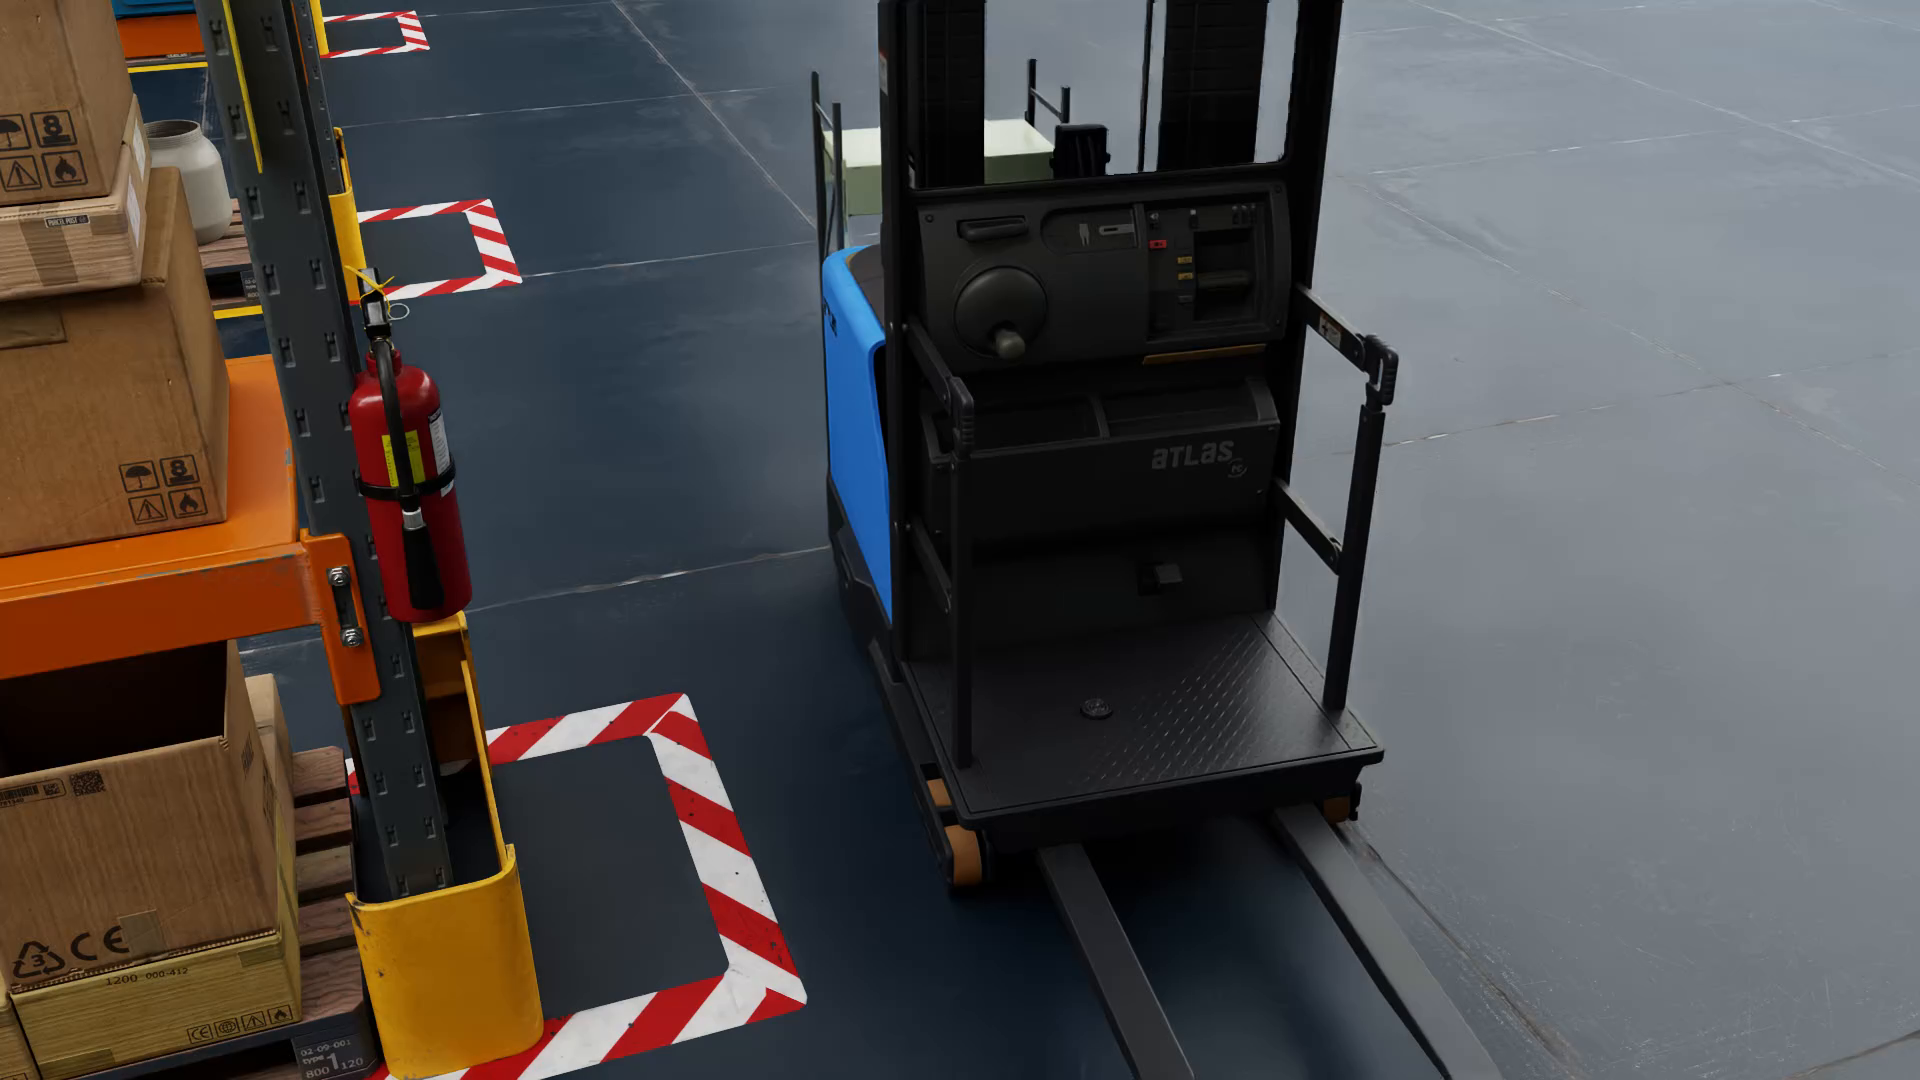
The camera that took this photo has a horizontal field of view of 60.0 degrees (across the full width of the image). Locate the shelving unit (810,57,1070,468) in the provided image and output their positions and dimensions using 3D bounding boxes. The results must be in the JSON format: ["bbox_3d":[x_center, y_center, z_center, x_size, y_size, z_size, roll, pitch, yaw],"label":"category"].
[{"bbox_3d":[-0.070,-0.817,5.669,0.755,1.500,0.431,-7,31,-13],"label":"shelving unit"}]

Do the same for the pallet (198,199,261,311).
[{"bbox_3d":[-3.858,-1.314,7.843,1.213,0.211,1.003,-10,31,-18],"label":"pallet"}]

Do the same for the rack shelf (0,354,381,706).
[{"bbox_3d":[-3.190,0.258,2.993,4.000,0.370,1.077,-10,31,-18],"label":"rack shelf"}]

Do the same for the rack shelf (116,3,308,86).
[{"bbox_3d":[-4.914,-2.040,7.028,4.000,0.370,1.077,-10,31,-18],"label":"rack shelf"}]

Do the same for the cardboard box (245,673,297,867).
[{"bbox_3d":[-1.896,0.602,4.016,0.500,0.250,0.500,-10,31,-18],"label":"cardboard box"}]

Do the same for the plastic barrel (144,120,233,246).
[{"bbox_3d":[-3.630,-1.651,7.706,0.421,0.512,0.421,0,30,0],"label":"plastic barrel"}]

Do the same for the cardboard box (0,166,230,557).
[{"bbox_3d":[-1.758,-0.368,3.265,0.500,0.500,0.700,-10,31,-18],"label":"cardboard box"}]

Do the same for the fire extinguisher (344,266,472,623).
[{"bbox_3d":[-1.043,-0.171,3.098,0.183,0.674,0.296,-10,31,-18],"label":"fire extinguisher"}]

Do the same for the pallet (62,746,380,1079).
[{"bbox_3d":[-2.018,0.963,3.846,1.213,0.211,1.003,-10,31,-18],"label":"pallet"}]

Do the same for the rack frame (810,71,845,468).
[{"bbox_3d":[-0.424,-0.771,5.588,0.023,1.500,0.400,-7,31,-13],"label":"rack frame"}]

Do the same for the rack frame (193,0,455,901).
[{"bbox_3d":[-1.316,-0.400,3.421,0.127,3.000,1.000,-10,31,-18],"label":"rack frame"}]

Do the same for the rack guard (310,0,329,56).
[{"bbox_3d":[-4.838,-3.897,12.085,0.348,0.500,1.175,-10,31,-18],"label":"rack guard"}]

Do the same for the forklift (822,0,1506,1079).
[{"bbox_3d":[0.416,-0.604,3.850,1.130,2.935,3.031,-7,30,-12],"label":"forklift"}]

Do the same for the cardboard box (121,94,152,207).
[{"bbox_3d":[-1.759,-0.757,3.292,0.250,0.149,0.380,-11,31,-18],"label":"cardboard box"}]

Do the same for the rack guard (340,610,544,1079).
[{"bbox_3d":[-1.293,0.682,4.047,0.348,0.500,1.175,-10,31,-18],"label":"rack guard"}]

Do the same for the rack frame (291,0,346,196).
[{"bbox_3d":[-3.040,-2.698,7.456,0.127,3.000,1.000,-10,31,-18],"label":"rack frame"}]

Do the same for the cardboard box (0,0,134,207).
[{"bbox_3d":[-1.807,-0.923,2.928,0.500,0.500,0.700,-10,31,-17],"label":"cardboard box"}]

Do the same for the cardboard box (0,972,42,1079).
[{"bbox_3d":[-2.180,0.934,3.433,0.500,0.250,0.500,-10,31,-18],"label":"cardboard box"}]

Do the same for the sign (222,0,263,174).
[{"bbox_3d":[-1.140,-0.751,2.630,0.005,0.325,0.100,-10,31,-18],"label":"sign"}]

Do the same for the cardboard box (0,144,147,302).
[{"bbox_3d":[-1.607,-0.570,2.965,0.250,0.149,0.380,-11,31,-18],"label":"cardboard box"}]

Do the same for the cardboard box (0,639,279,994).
[{"bbox_3d":[-1.715,0.518,3.407,0.500,0.500,0.500,-10,31,-18],"label":"cardboard box"}]

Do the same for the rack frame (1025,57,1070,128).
[{"bbox_3d":[0.284,-0.864,5.751,0.023,1.500,0.400,-7,31,-13],"label":"rack frame"}]

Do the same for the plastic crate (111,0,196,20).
[{"bbox_3d":[-3.404,-2.408,7.097,0.616,0.251,0.499,-10,31,-18],"label":"plastic crate"}]

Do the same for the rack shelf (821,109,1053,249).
[{"bbox_3d":[-0.070,-1.156,5.476,0.720,0.370,0.431,-7,31,-13],"label":"rack shelf"}]

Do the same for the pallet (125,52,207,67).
[{"bbox_3d":[-5.612,-3.648,11.939,1.213,0.211,1.003,-10,31,-18],"label":"pallet"}]

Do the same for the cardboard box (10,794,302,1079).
[{"bbox_3d":[-1.715,0.842,3.595,0.500,0.250,0.500,-10,31,-18],"label":"cardboard box"}]

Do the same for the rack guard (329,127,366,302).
[{"bbox_3d":[-3.094,-1.577,8.013,0.348,0.500,1.175,-10,31,-18],"label":"rack guard"}]
